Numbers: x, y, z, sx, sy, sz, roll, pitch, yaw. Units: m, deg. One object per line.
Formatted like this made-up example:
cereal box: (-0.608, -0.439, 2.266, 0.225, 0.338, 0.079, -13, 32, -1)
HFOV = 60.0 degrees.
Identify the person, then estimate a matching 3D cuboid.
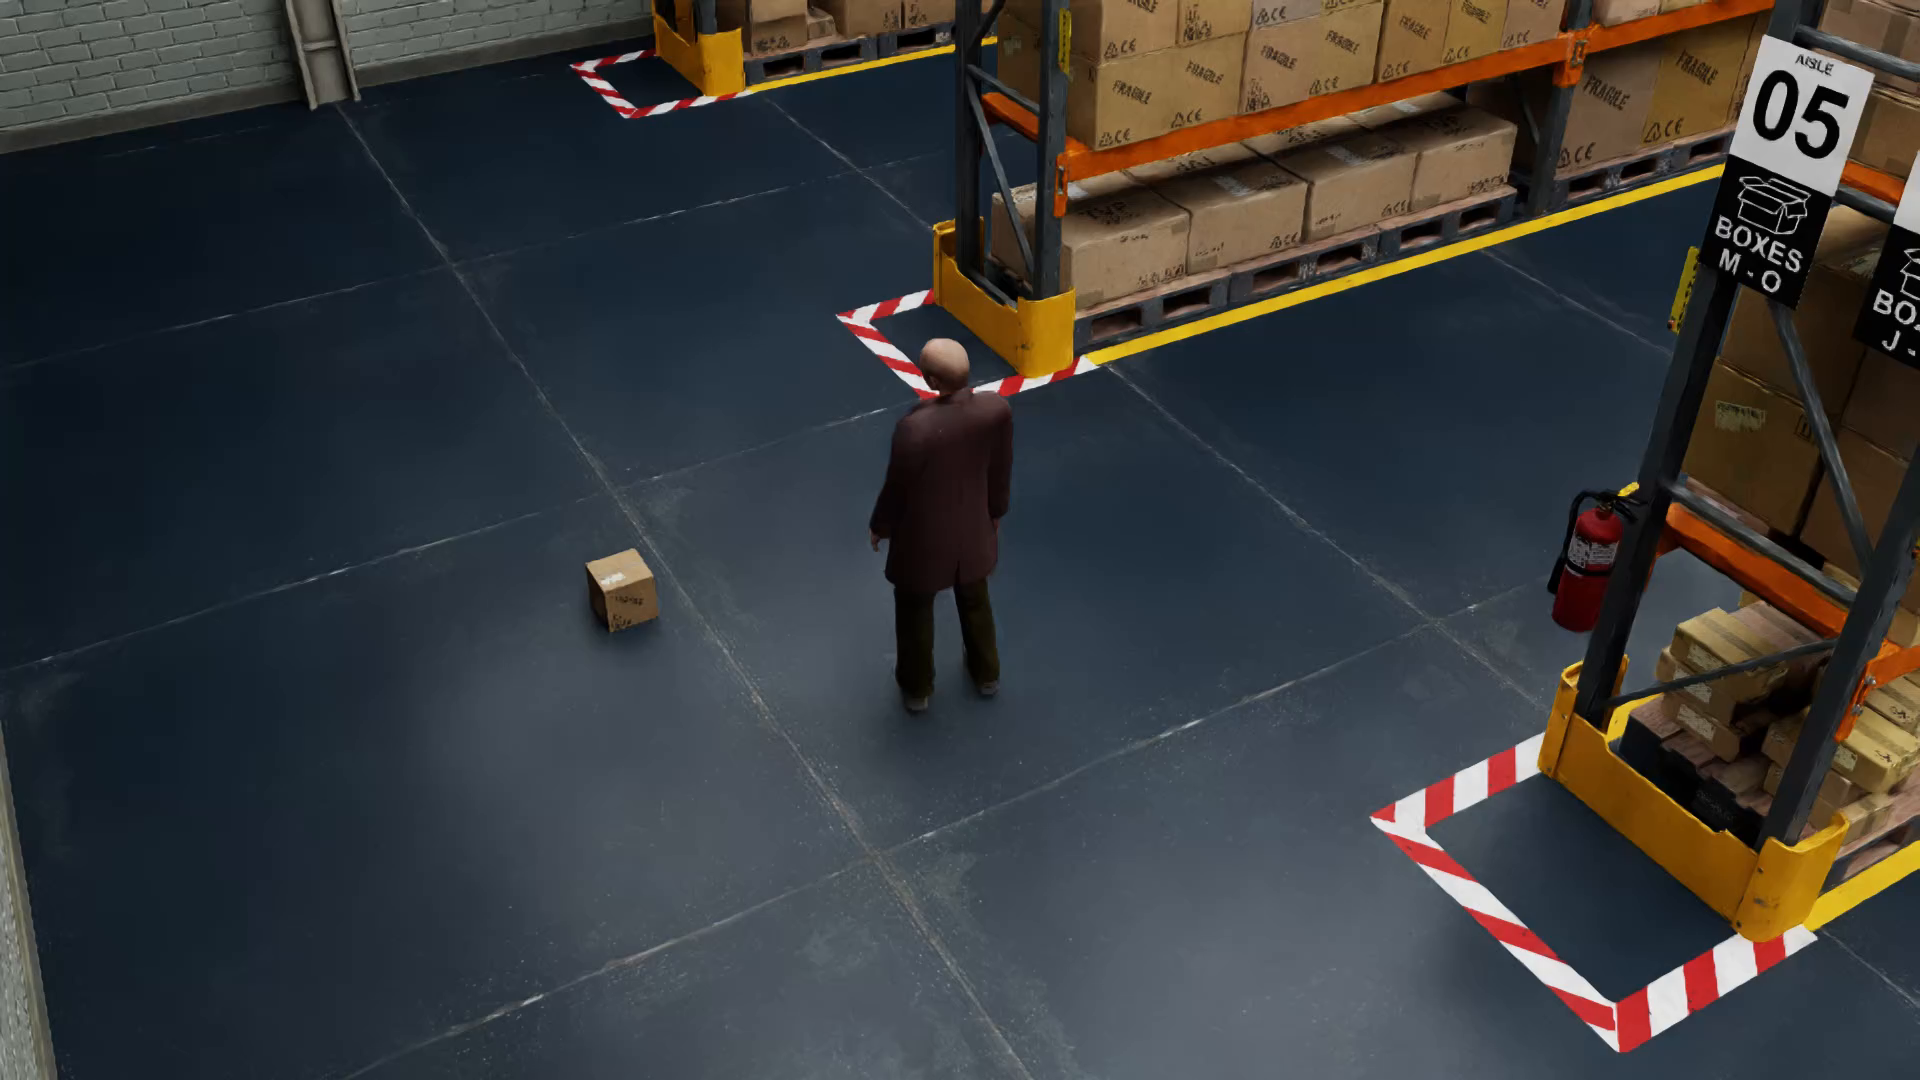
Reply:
person: (-0.088, -0.077, 7.004, 0.619, 1.787, 0.425, -20, 41, -25)
